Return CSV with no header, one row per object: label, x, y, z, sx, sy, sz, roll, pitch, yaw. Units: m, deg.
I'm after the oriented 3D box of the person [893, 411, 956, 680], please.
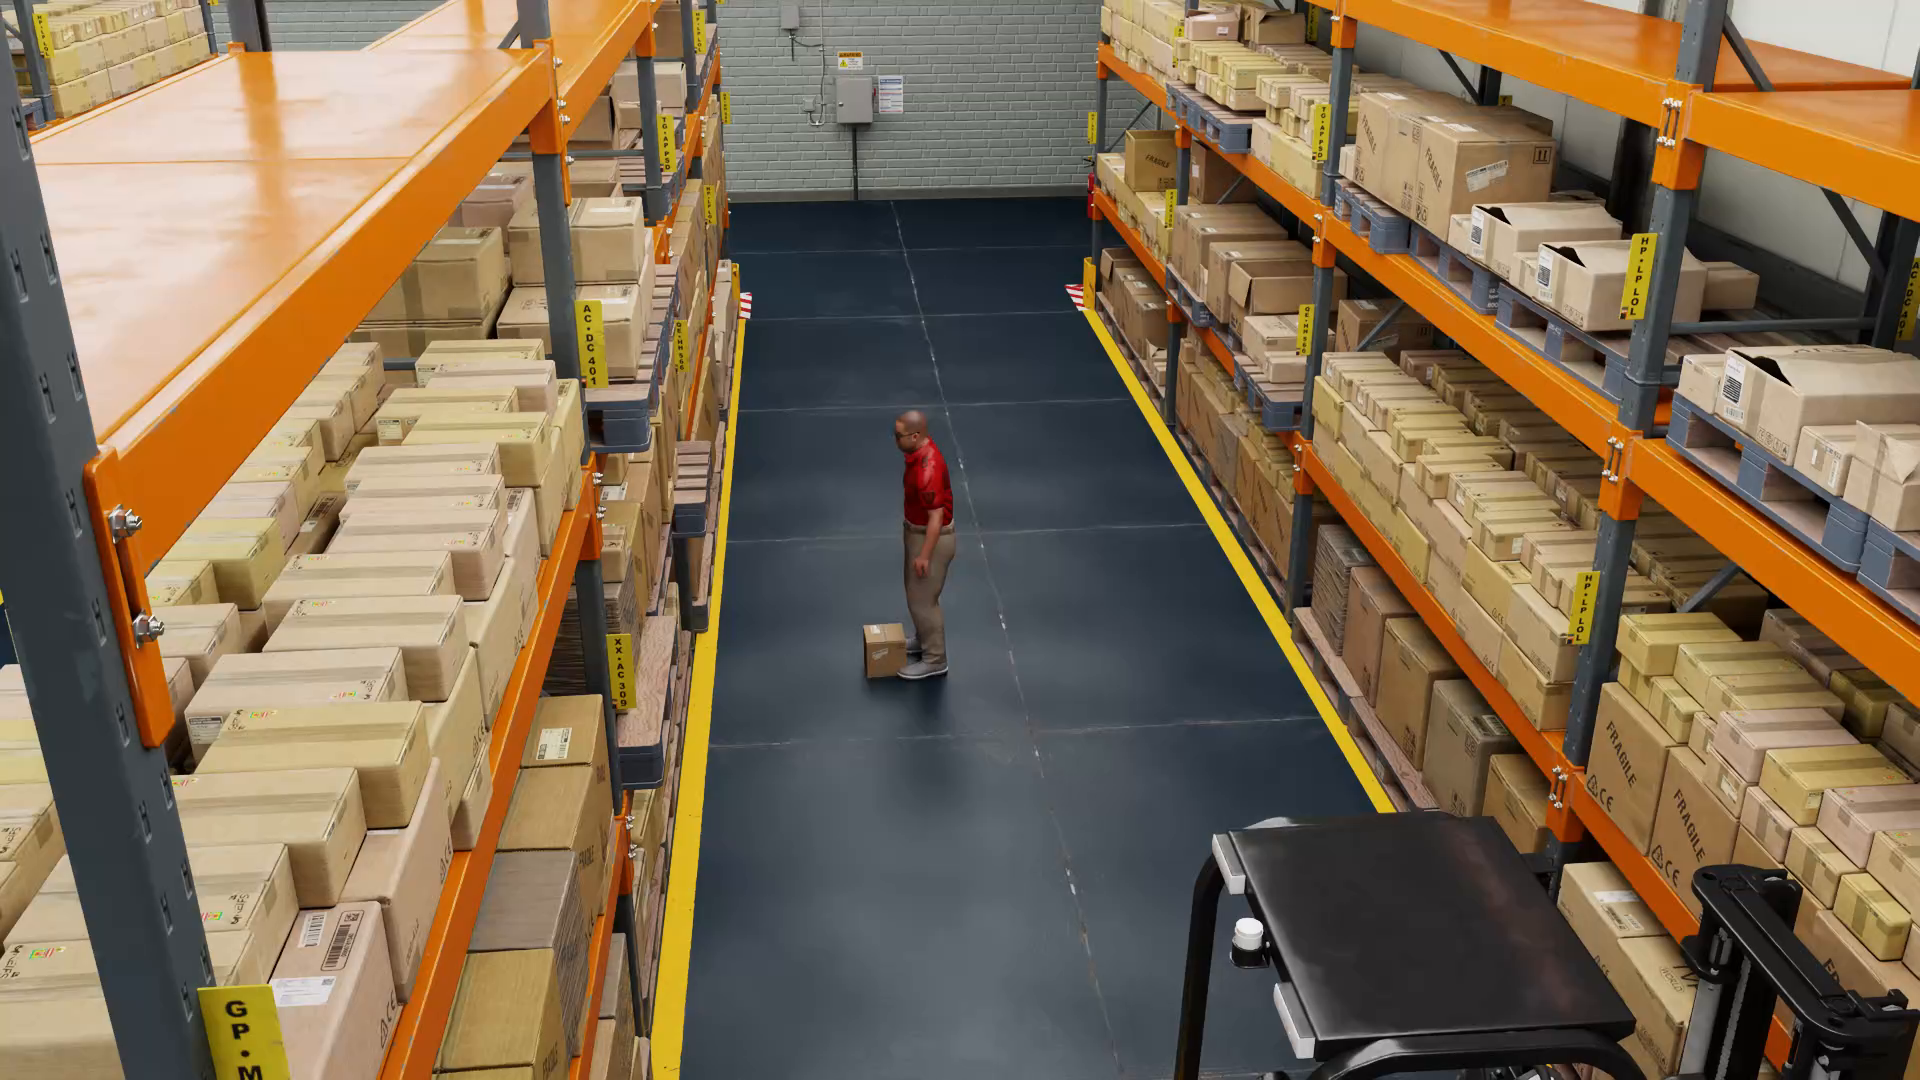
person,-0.226,0.011,10.318,0.384,1.727,0.595,-3,24,-6
